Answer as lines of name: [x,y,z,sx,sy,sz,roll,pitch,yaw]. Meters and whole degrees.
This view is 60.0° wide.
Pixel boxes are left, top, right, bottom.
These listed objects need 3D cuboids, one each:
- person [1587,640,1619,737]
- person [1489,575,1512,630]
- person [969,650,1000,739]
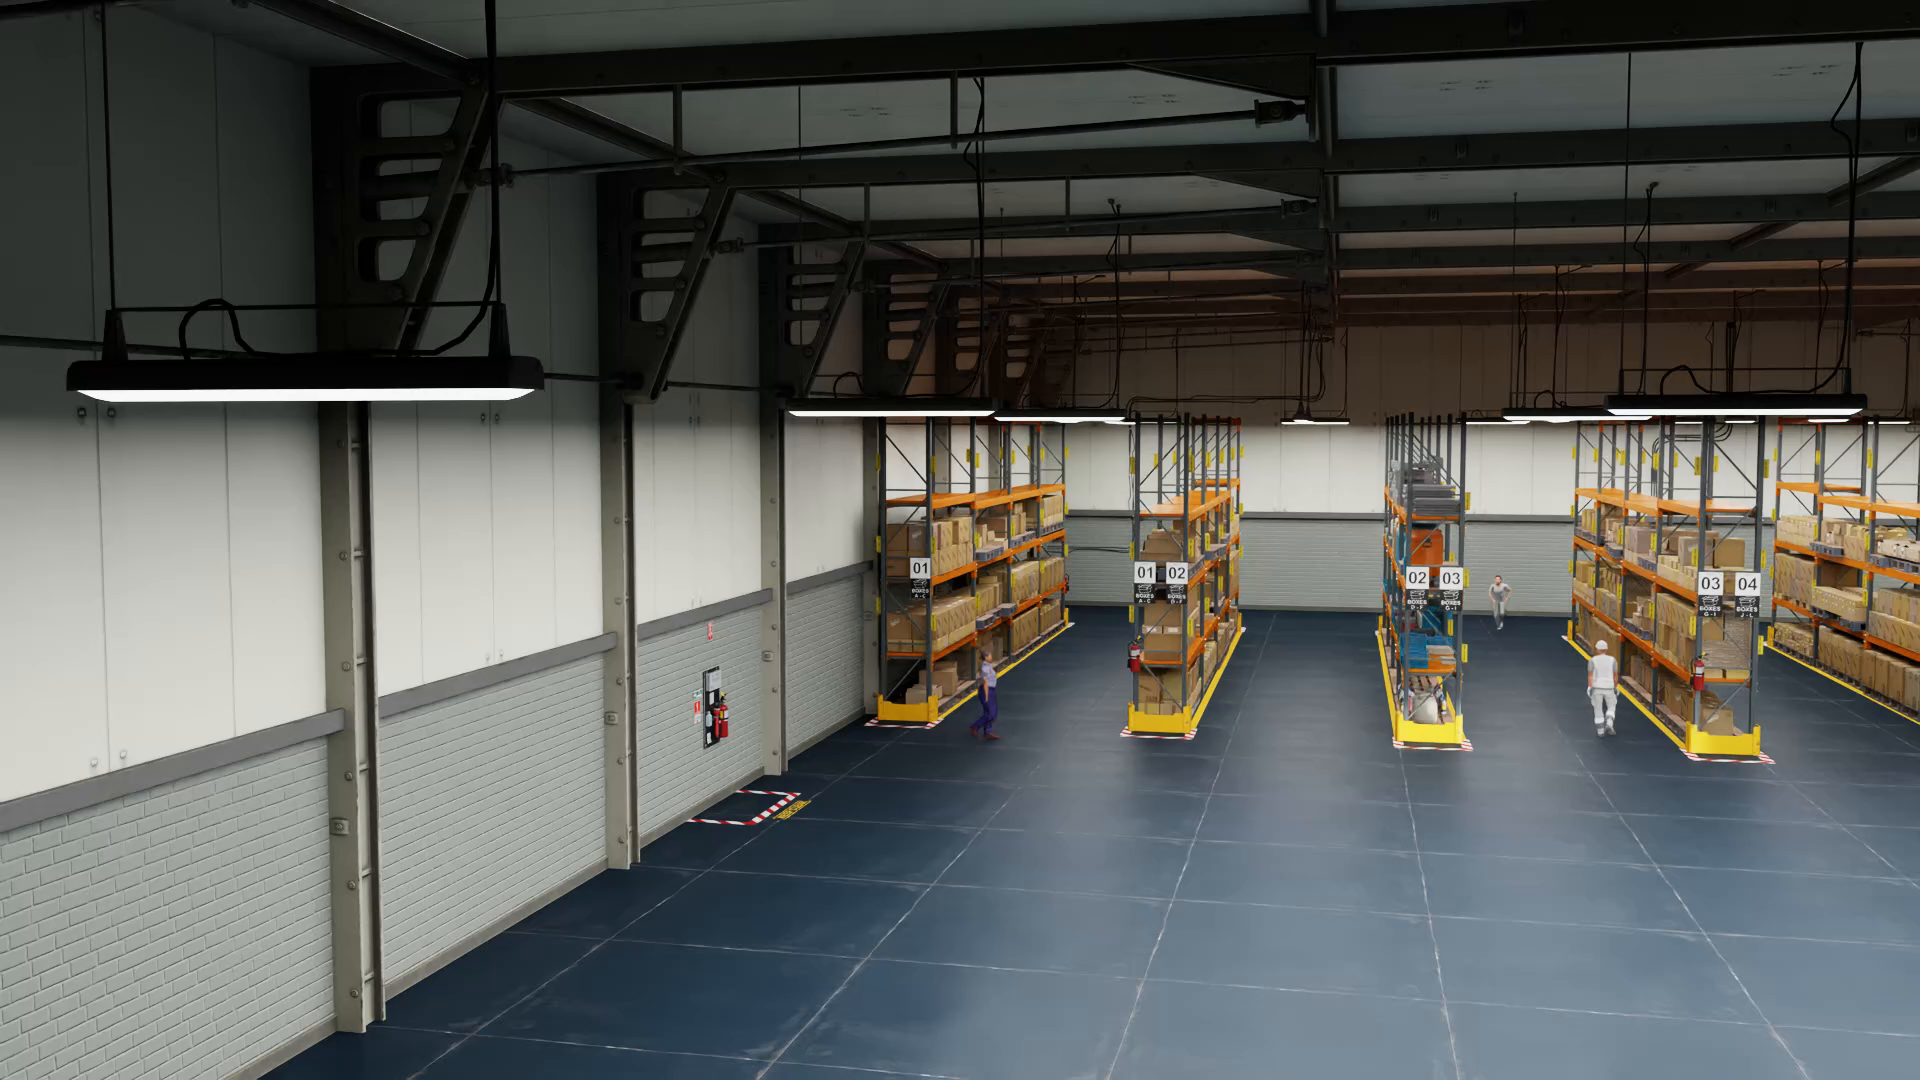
person: [11.865,2.749,30.664,0.561,1.788,0.550,1,4,14]
person: [15.241,1.765,46.924,0.607,1.578,0.689,2,4,21]
person: [0.448,2.830,30.471,0.583,1.638,0.526,0,4,-4]
